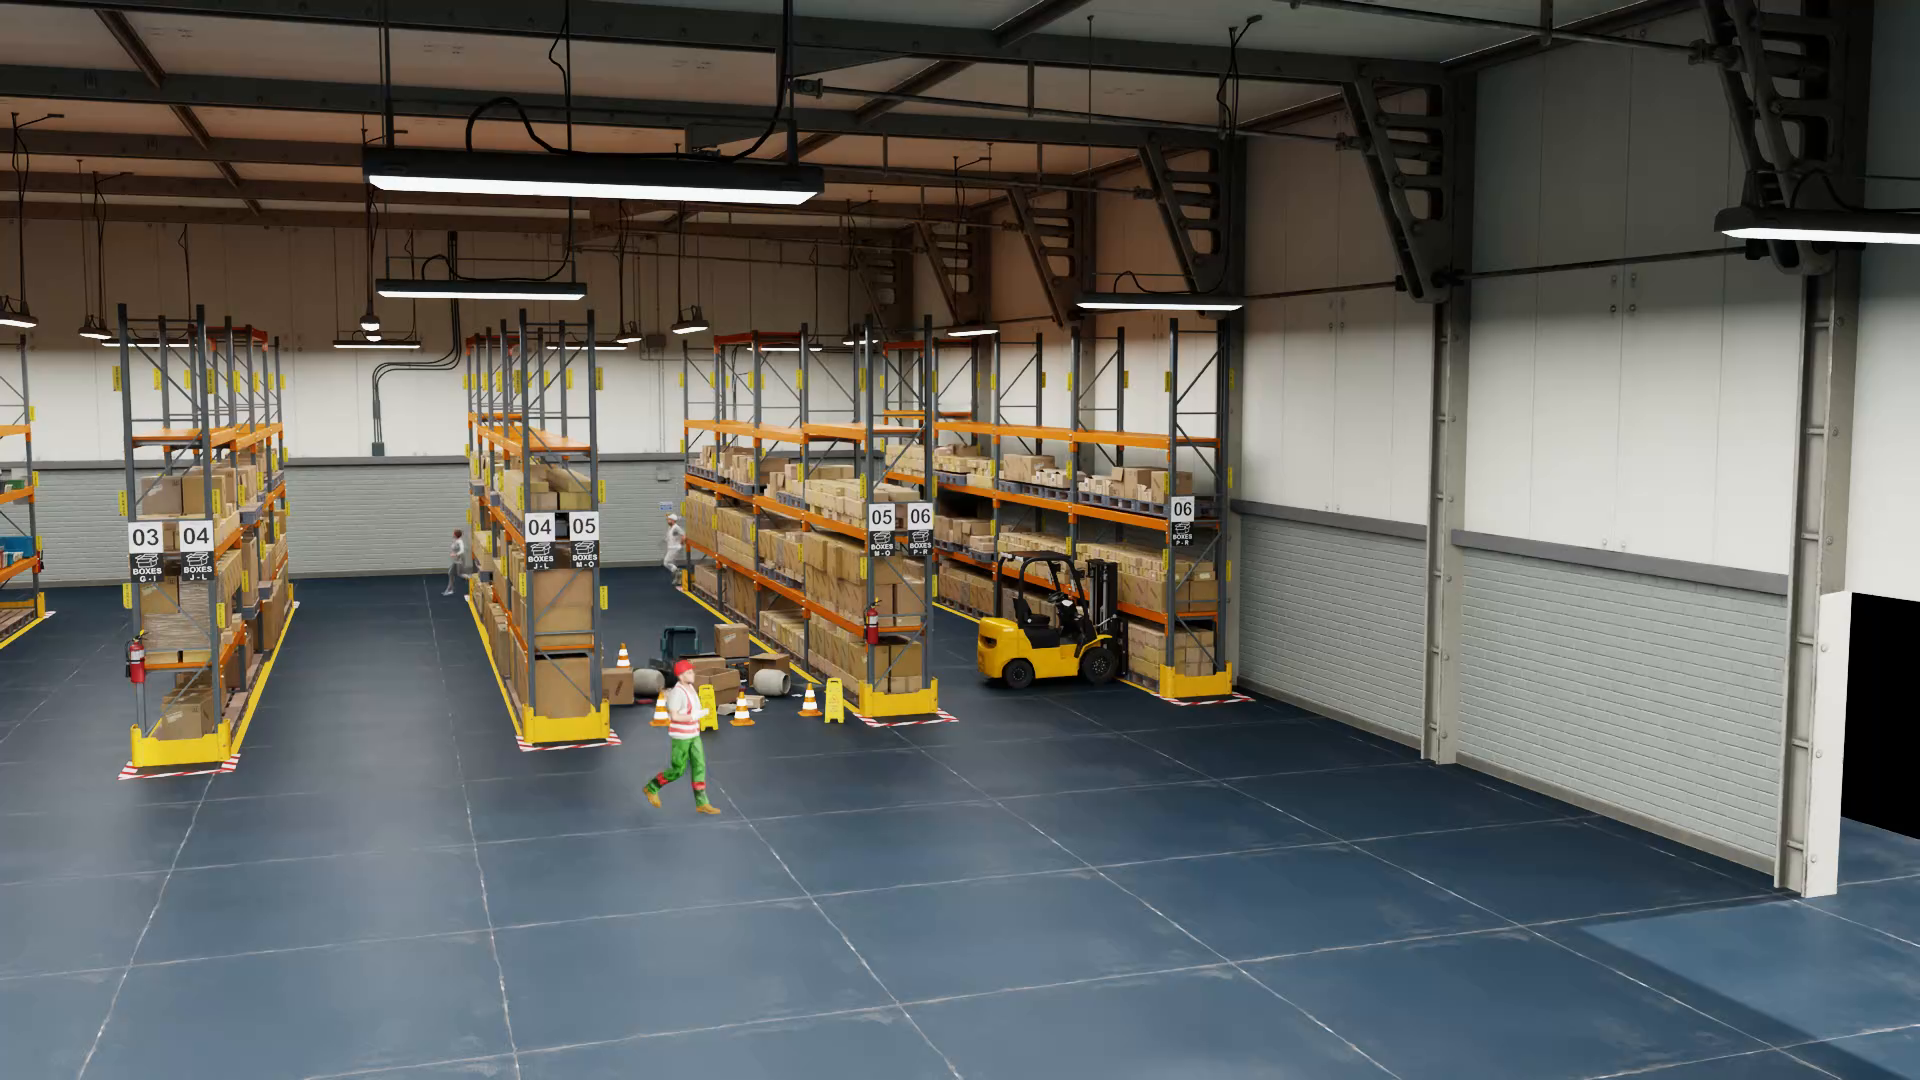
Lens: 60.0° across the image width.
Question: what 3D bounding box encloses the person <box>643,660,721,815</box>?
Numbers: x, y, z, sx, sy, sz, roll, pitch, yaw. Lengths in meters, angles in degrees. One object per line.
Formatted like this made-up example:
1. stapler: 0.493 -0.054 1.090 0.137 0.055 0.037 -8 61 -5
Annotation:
1. person: -3.217 2.270 19.216 0.941 1.774 0.665 2 6 17

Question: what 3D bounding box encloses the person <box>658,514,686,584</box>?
1. person: -7.139 0.228 41.078 0.570 1.744 0.658 -3 6 -25

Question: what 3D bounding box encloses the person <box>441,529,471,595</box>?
1. person: -11.757 0.513 39.167 0.830 1.570 0.573 -3 6 -33

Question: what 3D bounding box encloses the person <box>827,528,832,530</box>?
1. person: -2.758 0.579 34.588 0.707 1.757 0.534 -2 6 -17
